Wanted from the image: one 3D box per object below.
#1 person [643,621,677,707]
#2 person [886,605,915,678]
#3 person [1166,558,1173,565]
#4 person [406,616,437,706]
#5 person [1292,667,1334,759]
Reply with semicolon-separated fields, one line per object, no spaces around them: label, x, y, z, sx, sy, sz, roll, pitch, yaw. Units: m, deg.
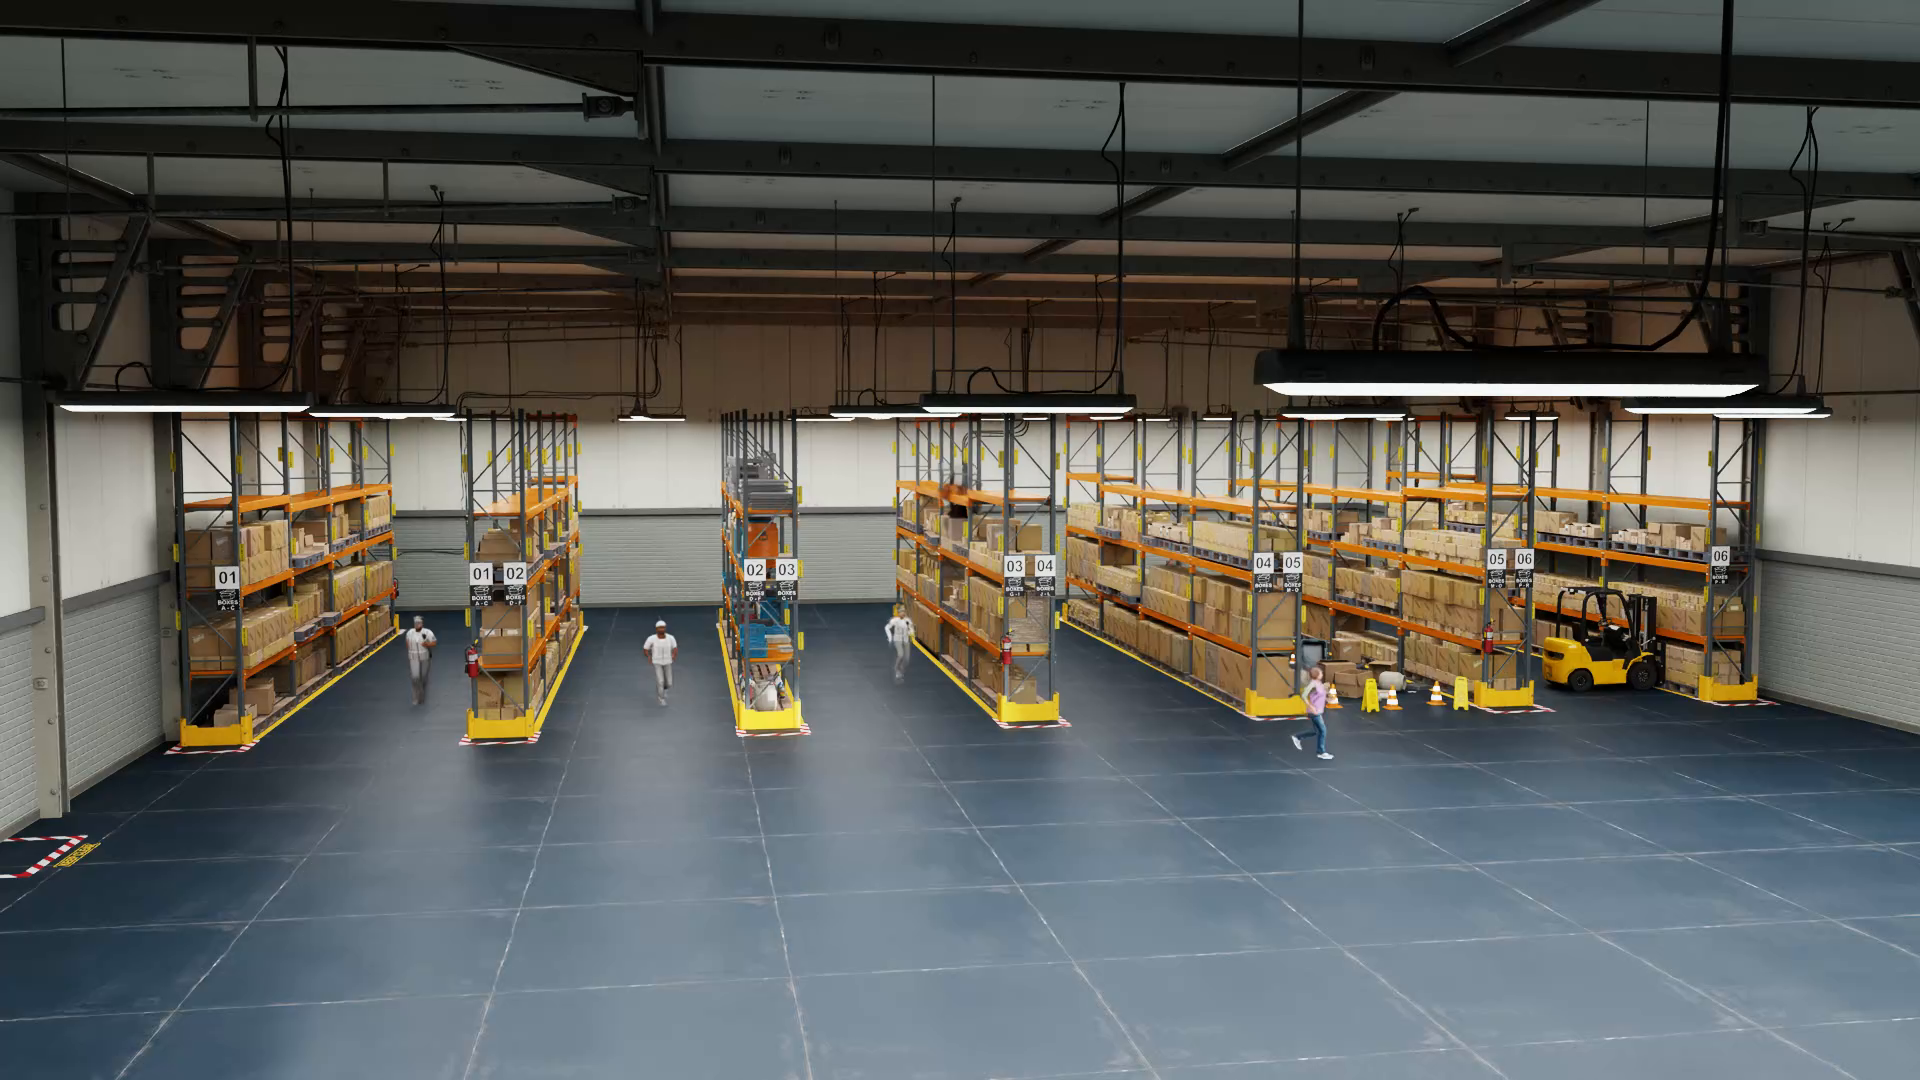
person;-6.085;2.503;33.837;0.704;1.723;0.694;-2;4;-22
person;-1.288;2.228;36.617;0.580;1.595;0.694;-1;4;-20
person;6.430;1.384;50.443;0.557;1.675;0.642;-1;4;-17
person;-11.071;2.468;34.179;0.629;1.856;0.811;-1;4;-14
person;6.026;2.947;28.451;0.736;1.568;0.538;2;5;28
